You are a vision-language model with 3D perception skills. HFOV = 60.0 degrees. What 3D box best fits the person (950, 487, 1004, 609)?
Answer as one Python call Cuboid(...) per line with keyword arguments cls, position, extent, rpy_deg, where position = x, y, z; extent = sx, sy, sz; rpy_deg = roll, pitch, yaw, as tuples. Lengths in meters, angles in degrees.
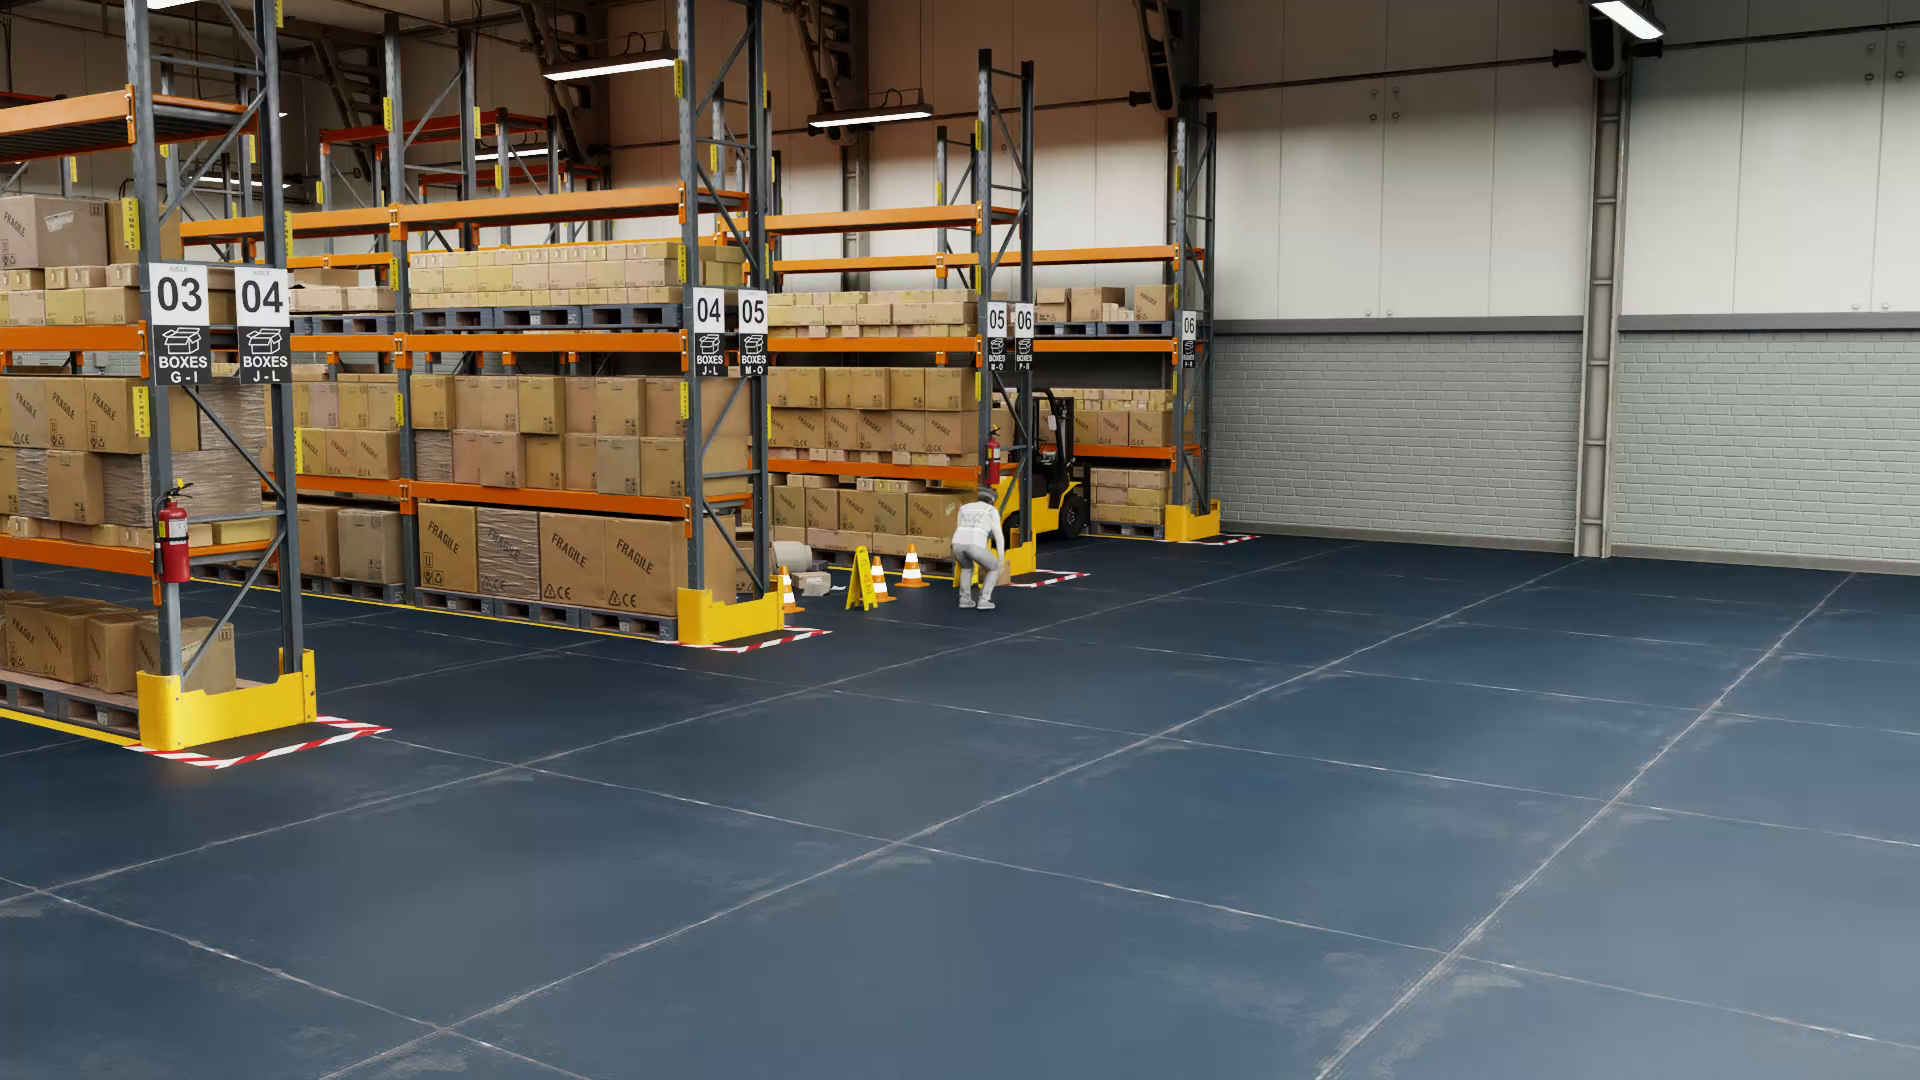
Cuboid(cls="person", position=(0.165, 0.084, 17.191), extent=(0.530, 1.240, 0.771), rpy_deg=(3, 7, 27))
